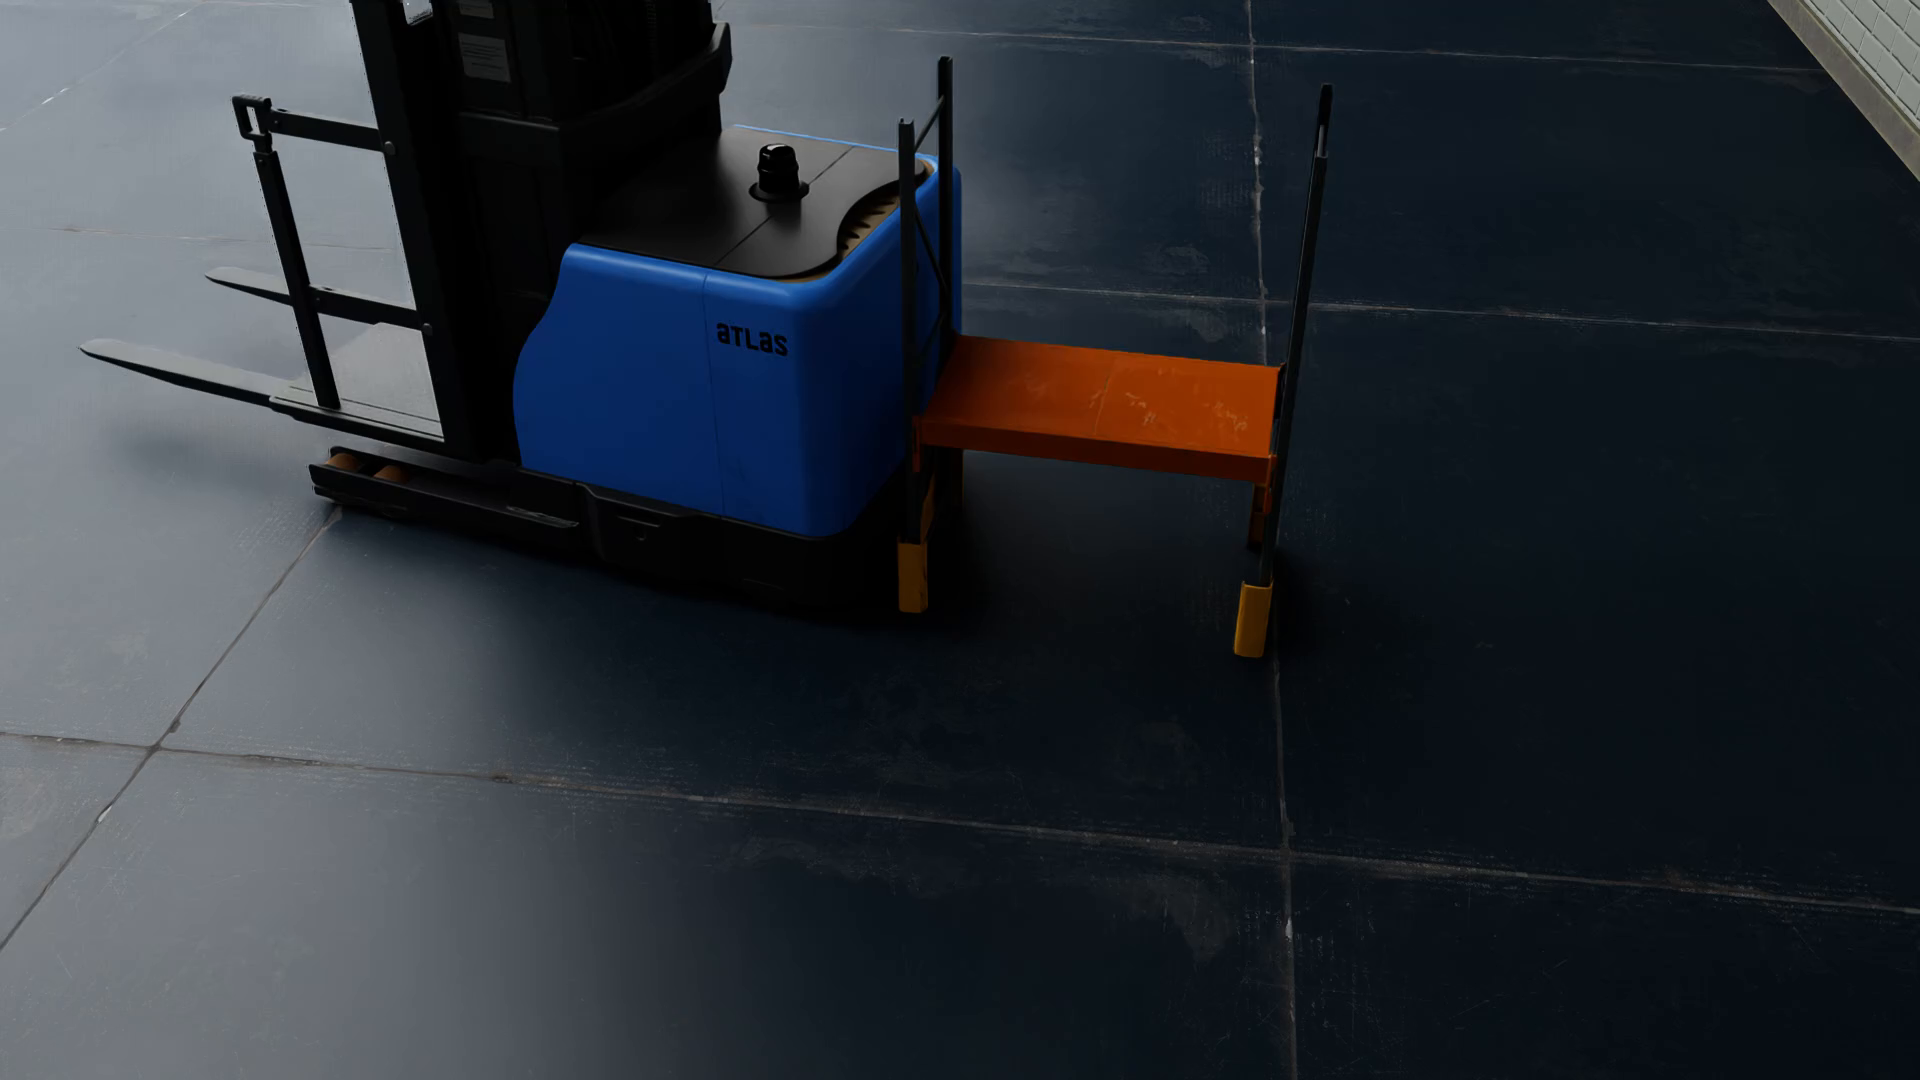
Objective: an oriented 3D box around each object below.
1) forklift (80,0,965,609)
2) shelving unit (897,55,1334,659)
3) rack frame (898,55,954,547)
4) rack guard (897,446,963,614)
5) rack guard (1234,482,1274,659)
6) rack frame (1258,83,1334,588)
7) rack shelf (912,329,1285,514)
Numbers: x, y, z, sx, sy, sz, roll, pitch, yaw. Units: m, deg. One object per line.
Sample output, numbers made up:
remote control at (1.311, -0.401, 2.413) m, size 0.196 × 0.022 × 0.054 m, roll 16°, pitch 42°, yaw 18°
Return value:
forklift at (-1.549, -1.532, 4.874) m, size 3.031 × 2.935 × 1.130 m, roll 13°, pitch 38°, yaw 18°
shelving unit at (0.401, -0.500, 4.659) m, size 1.083 × 1.500 × 0.587 m, roll 7°, pitch 36°, yaw 10°
rack frame at (-0.087, -0.560, 4.743) m, size 0.032 × 1.500 × 0.500 m, roll 7°, pitch 36°, yaw 10°
rack guard at (-0.086, -0.051, 5.106) m, size 0.087 × 0.250 × 0.587 m, roll 7°, pitch 36°, yaw 10°
rack guard at (0.888, 0.069, 4.938) m, size 0.087 × 0.250 × 0.587 m, roll 7°, pitch 36°, yaw 10°
rack frame at (0.907, -0.437, 4.572) m, size 0.032 × 1.500 × 0.500 m, roll 7°, pitch 36°, yaw 10°
rack shelf at (0.410, -0.352, 4.762) m, size 1.000 × 0.185 × 0.538 m, roll 7°, pitch 36°, yaw 10°
